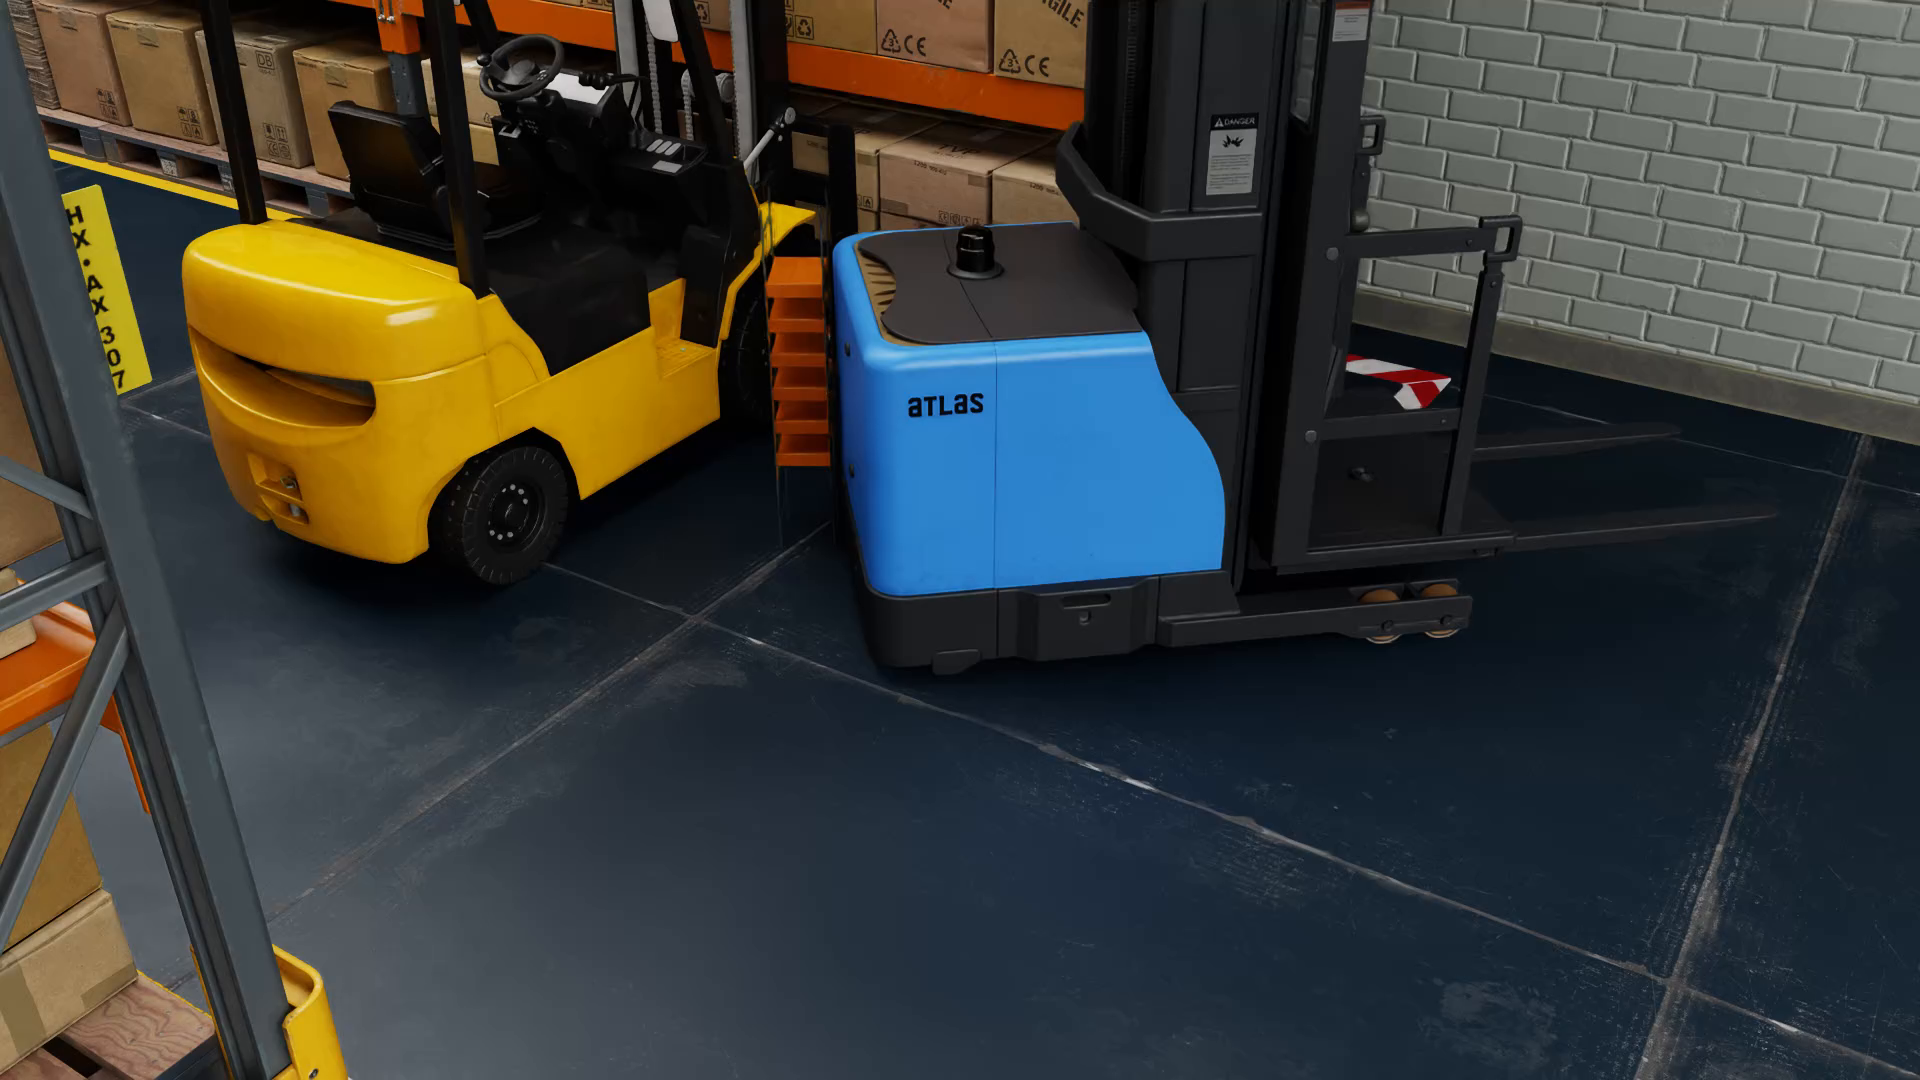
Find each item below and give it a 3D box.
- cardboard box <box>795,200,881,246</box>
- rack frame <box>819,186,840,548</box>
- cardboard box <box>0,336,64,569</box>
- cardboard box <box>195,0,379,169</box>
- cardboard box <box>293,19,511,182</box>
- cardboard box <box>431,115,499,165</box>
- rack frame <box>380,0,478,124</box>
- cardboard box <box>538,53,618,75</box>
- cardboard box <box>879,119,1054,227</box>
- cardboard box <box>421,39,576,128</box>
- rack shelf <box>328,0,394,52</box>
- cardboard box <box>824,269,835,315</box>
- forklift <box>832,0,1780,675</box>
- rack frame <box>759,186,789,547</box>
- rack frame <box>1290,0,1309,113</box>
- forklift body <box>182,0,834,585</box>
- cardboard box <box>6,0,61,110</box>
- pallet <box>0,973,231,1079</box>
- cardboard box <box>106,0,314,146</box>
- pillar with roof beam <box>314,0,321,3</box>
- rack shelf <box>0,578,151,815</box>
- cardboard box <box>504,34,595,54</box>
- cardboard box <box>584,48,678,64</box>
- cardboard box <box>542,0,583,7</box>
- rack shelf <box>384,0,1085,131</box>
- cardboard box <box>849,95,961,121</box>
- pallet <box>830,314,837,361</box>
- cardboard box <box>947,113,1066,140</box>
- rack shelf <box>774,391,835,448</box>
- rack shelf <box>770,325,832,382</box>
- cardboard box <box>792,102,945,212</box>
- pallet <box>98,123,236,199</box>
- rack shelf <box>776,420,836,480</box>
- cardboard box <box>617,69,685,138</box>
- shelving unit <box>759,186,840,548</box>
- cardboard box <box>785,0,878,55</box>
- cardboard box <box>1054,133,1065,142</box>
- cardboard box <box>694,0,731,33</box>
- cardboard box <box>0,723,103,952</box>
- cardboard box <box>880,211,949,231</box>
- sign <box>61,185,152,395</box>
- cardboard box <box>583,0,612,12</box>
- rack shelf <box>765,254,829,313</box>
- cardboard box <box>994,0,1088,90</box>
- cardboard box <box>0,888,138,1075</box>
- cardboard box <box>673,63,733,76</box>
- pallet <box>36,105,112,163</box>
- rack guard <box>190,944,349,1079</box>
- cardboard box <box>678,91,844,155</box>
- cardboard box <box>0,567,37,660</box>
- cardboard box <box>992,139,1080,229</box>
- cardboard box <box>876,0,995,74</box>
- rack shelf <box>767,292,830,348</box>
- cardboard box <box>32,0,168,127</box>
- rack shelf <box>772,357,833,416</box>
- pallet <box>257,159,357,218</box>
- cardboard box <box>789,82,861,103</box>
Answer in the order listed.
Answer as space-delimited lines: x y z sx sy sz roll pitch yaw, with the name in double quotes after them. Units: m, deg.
-0.426 -1.365 6.928 0.500 0.250 0.500 17 34 26 "cardboard box"
-0.429 -0.552 5.506 0.006 1.200 0.240 0 30 1 "rack frame"
-1.870 -0.187 2.699 0.500 0.500 0.500 17 34 27 "cardboard box"
-3.469 -2.463 8.935 0.625 0.625 0.875 17 34 27 "cardboard box"
-2.816 -2.252 8.573 0.625 0.625 0.875 19 35 29 "cardboard box"
-2.123 -1.909 7.862 0.500 0.250 0.500 17 34 27 "cardboard box"
-2.368 -2.961 7.849 0.127 3.000 1.000 18 35 27 "rack frame"
-1.698 -1.982 7.490 0.500 0.250 0.500 18 35 27 "cardboard box"
0.028 -1.440 6.561 0.500 0.250 0.500 18 35 28 "cardboard box"
-2.125 -2.123 7.732 0.500 0.250 0.500 17 34 27 "cardboard box"
-4.062 -3.186 8.949 4.000 0.370 1.077 18 35 27 "rack shelf"
-0.381 -1.149 7.056 0.500 0.250 0.500 18 35 28 "cardboard box"
1.146 -1.201 4.900 3.031 2.935 1.130 -5 31 -8 "forklift"
-0.612 -0.553 5.507 0.006 1.200 0.240 0 30 1 "rack frame"
1.020 -1.890 6.012 0.127 3.000 1.000 18 35 27 "rack frame"
-1.556 -1.252 5.762 1.214 2.155 2.313 18 35 27 "forklift body"
-5.235 -3.015 9.882 0.625 0.625 0.875 19 35 29 "cardboard box"
-2.350 1.181 3.516 1.213 0.211 1.003 18 35 27 "pallet"
-4.107 -2.664 9.279 0.625 0.625 0.875 16 34 25 "cardboard box"
-6.461 -4.822 5.085 0.400 9.000 9.100 18 35 27 "pillar with roof beam"
-3.310 0.005 3.479 4.000 0.370 1.077 18 35 27 "rack shelf"
-1.849 -2.337 8.100 0.500 0.250 0.500 18 35 28 "cardboard box"
-1.411 -2.208 7.878 0.500 0.250 0.500 17 34 27 "cardboard box"
-1.681 -2.642 7.202 0.500 0.500 0.500 18 35 28 "cardboard box"
-0.674 -2.115 7.112 4.000 0.370 1.077 18 35 27 "rack shelf"
-0.130 -1.796 7.171 0.500 0.250 0.500 17 34 27 "cardboard box"
-0.679 -1.199 7.596 1.213 0.211 1.003 18 35 27 "pallet"
0.288 -1.657 6.933 0.500 0.250 0.500 18 35 27 "cardboard box"
-0.520 -0.411 5.589 0.180 0.103 0.258 0 30 1 "rack shelf"
-0.520 -0.618 5.468 0.180 0.103 0.258 0 30 1 "rack shelf"
-0.404 -1.571 6.785 0.500 0.250 0.500 18 35 28 "cardboard box"
-4.050 -2.264 9.421 1.213 0.211 1.003 18 35 27 "pallet"
-0.520 -0.307 5.650 0.180 0.103 0.258 0 30 1 "rack shelf"
-1.270 -1.854 7.270 0.500 0.250 0.500 19 35 29 "cardboard box"
-0.520 -0.553 5.506 0.189 1.200 0.258 0 30 1 "shelving unit"
-0.405 -2.233 6.501 0.500 0.500 0.500 17 34 26 "cardboard box"
0.713 -1.525 6.707 0.500 0.250 0.500 17 34 27 "cardboard box"
-0.837 -2.363 6.724 0.500 0.500 0.500 18 35 28 "cardboard box"
-2.173 0.572 3.360 0.500 0.500 0.500 16 34 26 "cardboard box"
0.022 -1.235 6.706 0.500 0.250 0.500 17 34 27 "cardboard box"
-1.328 -0.376 2.558 0.005 0.325 0.100 18 35 27 "sign"
-1.252 -2.506 6.970 0.500 0.500 0.500 17 34 27 "cardboard box"
-0.520 -0.825 5.347 0.180 0.103 0.258 0 30 1 "rack shelf"
0.463 -1.953 6.021 0.500 0.500 0.500 17 34 26 "cardboard box"
-2.152 0.902 3.539 0.500 0.250 0.500 17 34 27 "cardboard box"
-0.990 -2.067 7.636 0.500 0.250 0.500 18 35 28 "cardboard box"
-5.080 -2.591 9.982 1.213 0.211 1.003 18 35 27 "pallet"
-1.680 1.289 3.044 0.348 0.500 1.175 18 35 27 "rack guard"
-0.830 -1.710 7.023 0.500 0.250 0.500 17 34 26 "cardboard box"
-1.794 0.159 2.750 0.250 0.149 0.380 18 35 28 "cardboard box"
0.464 -1.305 6.331 0.500 0.250 0.500 19 35 29 "cardboard box"
0.029 -2.095 6.266 0.500 0.500 0.500 19 35 29 "cardboard box"
-0.520 -0.721 5.408 0.180 0.103 0.258 0 30 1 "rack shelf"
-4.677 -2.844 9.588 0.625 0.625 0.875 19 35 29 "cardboard box"
-0.520 -0.514 5.529 0.180 0.103 0.258 0 30 1 "rack shelf"
-3.013 -1.937 8.861 1.213 0.211 1.003 18 35 27 "pallet"
-0.560 -1.936 7.411 0.500 0.250 0.500 17 34 26 "cardboard box"
